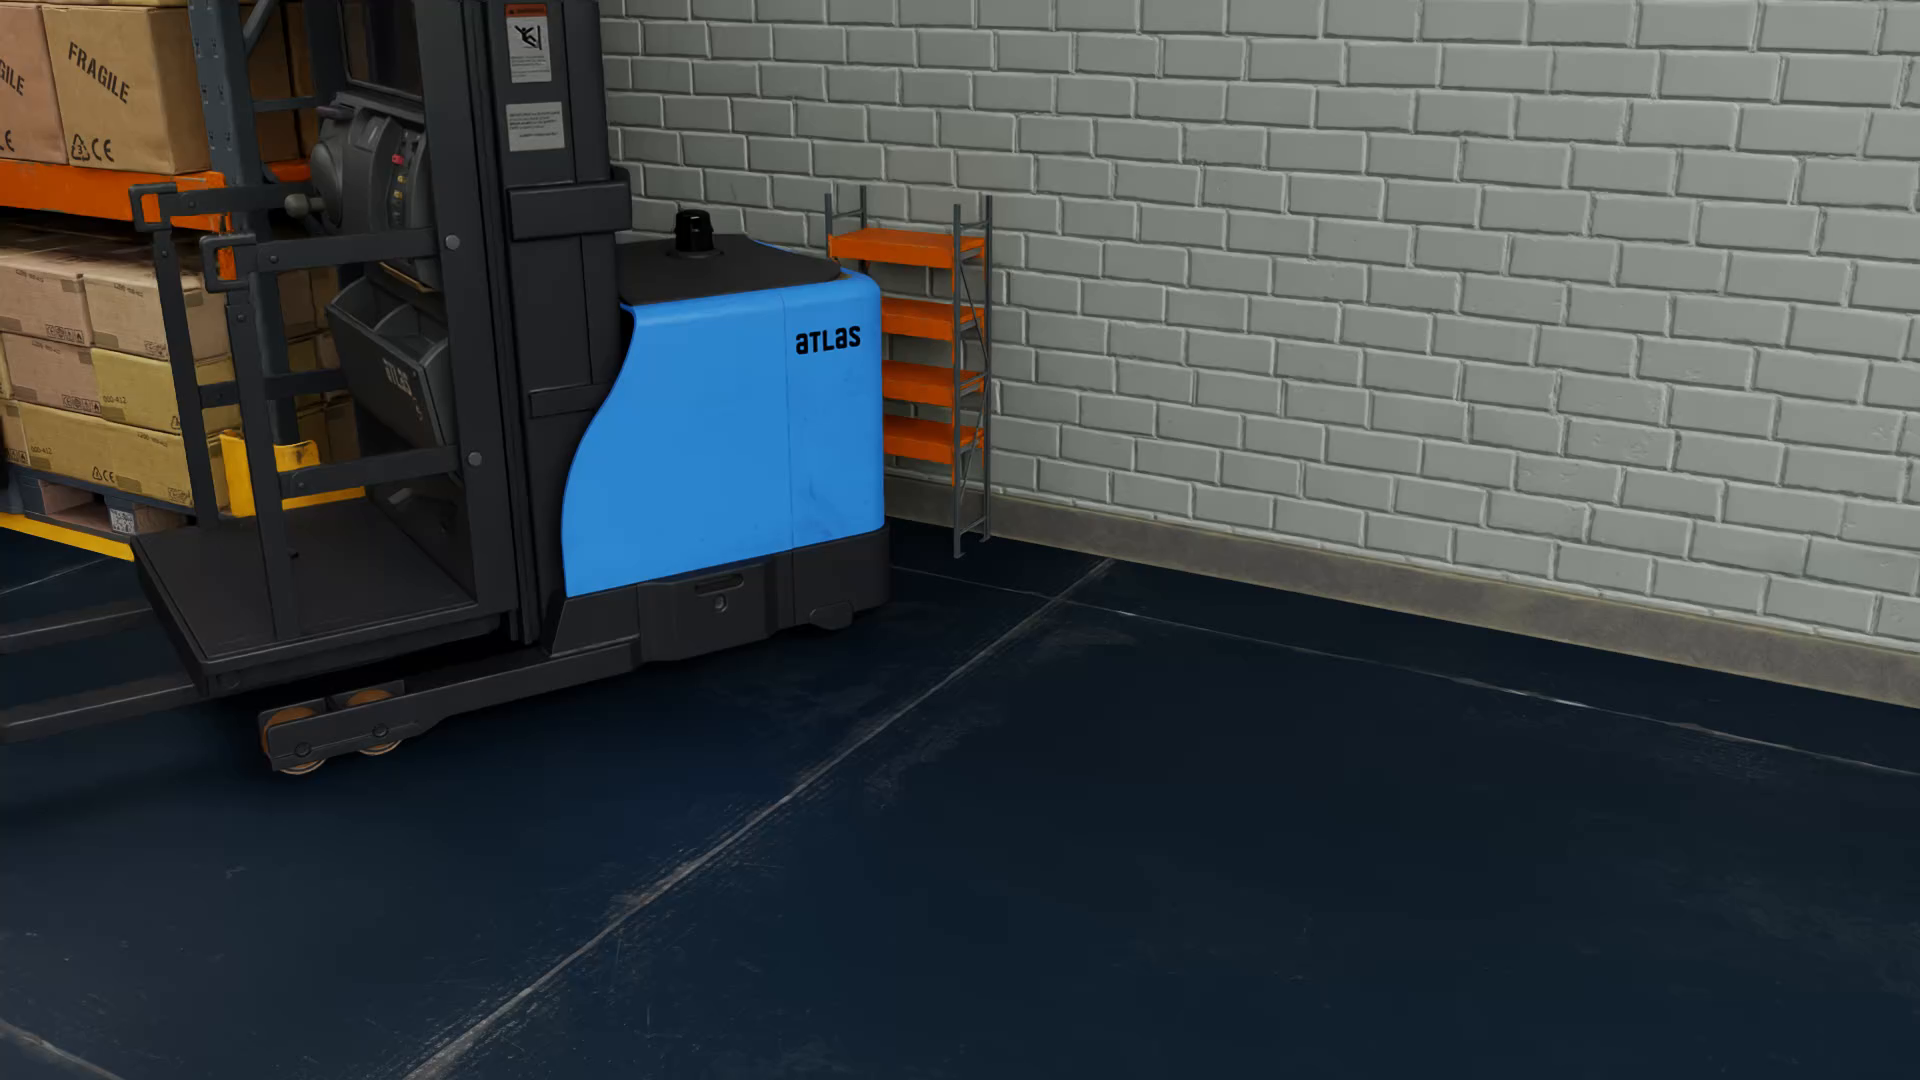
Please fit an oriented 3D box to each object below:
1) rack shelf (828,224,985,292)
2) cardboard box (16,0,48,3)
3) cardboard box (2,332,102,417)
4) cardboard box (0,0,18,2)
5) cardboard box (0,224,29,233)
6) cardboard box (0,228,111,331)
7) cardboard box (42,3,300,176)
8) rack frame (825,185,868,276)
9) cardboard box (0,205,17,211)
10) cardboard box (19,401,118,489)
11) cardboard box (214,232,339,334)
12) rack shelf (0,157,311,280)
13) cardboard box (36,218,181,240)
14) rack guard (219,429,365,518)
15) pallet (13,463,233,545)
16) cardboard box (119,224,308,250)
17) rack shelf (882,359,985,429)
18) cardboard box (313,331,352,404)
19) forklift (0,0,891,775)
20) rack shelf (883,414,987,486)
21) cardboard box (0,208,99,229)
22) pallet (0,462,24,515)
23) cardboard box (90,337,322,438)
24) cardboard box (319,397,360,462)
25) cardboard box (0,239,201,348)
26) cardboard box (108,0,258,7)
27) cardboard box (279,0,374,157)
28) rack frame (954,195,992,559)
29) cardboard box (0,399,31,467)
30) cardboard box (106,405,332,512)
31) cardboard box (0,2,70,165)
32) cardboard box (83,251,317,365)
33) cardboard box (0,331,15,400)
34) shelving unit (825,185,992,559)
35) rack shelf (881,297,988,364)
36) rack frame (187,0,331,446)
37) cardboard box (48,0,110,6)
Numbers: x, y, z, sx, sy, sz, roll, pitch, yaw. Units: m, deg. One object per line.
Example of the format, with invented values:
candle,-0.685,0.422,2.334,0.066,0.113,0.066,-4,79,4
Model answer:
rack shelf,-0.171,-0.946,5.561,0.480,0.148,0.258,11,22,27
cardboard box,-2.865,-1.850,5.469,0.250,0.149,0.380,11,23,28
cardboard box,-3.001,-0.643,5.923,0.500,0.250,0.500,11,22,27
cardboard box,-3.076,-1.895,5.592,0.250,0.149,0.380,11,22,27
cardboard box,-3.878,-1.038,6.279,0.500,0.250,0.500,10,22,26
cardboard box,-3.439,-0.952,6.040,0.500,0.250,0.500,11,23,28
cardboard box,-2.549,-1.480,5.399,0.500,0.500,0.500,10,22,26
rack frame,-0.385,-0.617,5.805,0.015,1.200,0.240,11,22,27
cardboard box,-4.075,-1.277,6.937,0.500,0.250,0.500,11,23,28
cardboard box,-2.985,-0.404,5.995,0.500,0.250,0.500,11,23,27
cardboard box,-2.318,-0.940,6.009,0.500,0.250,0.500,10,22,26
rack shelf,-3.737,-1.424,6.446,4.000,0.370,1.077,11,23,27
cardboard box,-3.188,-1.109,6.473,0.500,0.250,0.500,11,22,27
rack guard,-1.970,-0.250,5.821,0.348,0.500,1.175,11,23,27
pallet,-2.679,-0.233,6.198,1.213,0.211,1.003,11,23,27
cardboard box,-2.756,-1.022,6.235,0.500,0.250,0.500,11,23,27
rack shelf,-0.171,-0.513,5.717,0.480,0.148,0.258,11,22,27
cardboard box,-2.300,-0.709,6.104,0.500,0.250,0.500,11,23,28
forklift,-1.726,-0.988,4.289,3.031,2.935,1.130,-13,24,-31
rack shelf,-0.172,-0.327,5.785,0.480,0.148,0.258,11,22,27
cardboard box,-3.632,-1.196,6.713,0.500,0.250,0.500,10,22,26
pallet,-3.740,-0.436,6.758,1.213,0.211,1.003,11,23,27
cardboard box,-2.569,-0.557,5.685,0.500,0.250,0.500,10,22,27
cardboard box,-2.325,-0.474,6.189,0.500,0.250,0.500,11,23,28
cardboard box,-2.994,-0.871,5.817,0.500,0.250,0.500,11,23,28
cardboard box,-2.431,-1.755,5.207,0.250,0.149,0.380,11,23,28
cardboard box,-2.288,-1.641,5.844,0.500,0.500,0.500,12,23,29
rack frame,0.043,-0.537,5.584,0.015,1.200,0.240,11,22,27
cardboard box,-3.417,-0.489,6.232,0.500,0.250,0.500,11,23,28
cardboard box,-2.555,-0.318,5.760,0.500,0.250,0.500,11,23,28
cardboard box,-2.997,-1.569,5.645,0.500,0.500,0.500,12,23,29
cardboard box,-2.545,-0.788,5.588,0.500,0.250,0.500,12,23,29
cardboard box,-3.462,-0.723,6.143,0.500,0.250,0.500,10,22,26
shelving unit,-0.171,-0.577,5.694,0.503,1.200,0.258,11,22,27
rack shelf,-0.171,-0.724,5.641,0.480,0.148,0.258,11,22,27
rack frame,-1.991,-1.429,5.406,0.127,3.000,1.000,11,23,27
cardboard box,-2.668,-1.789,5.300,0.250,0.149,0.380,11,23,28
